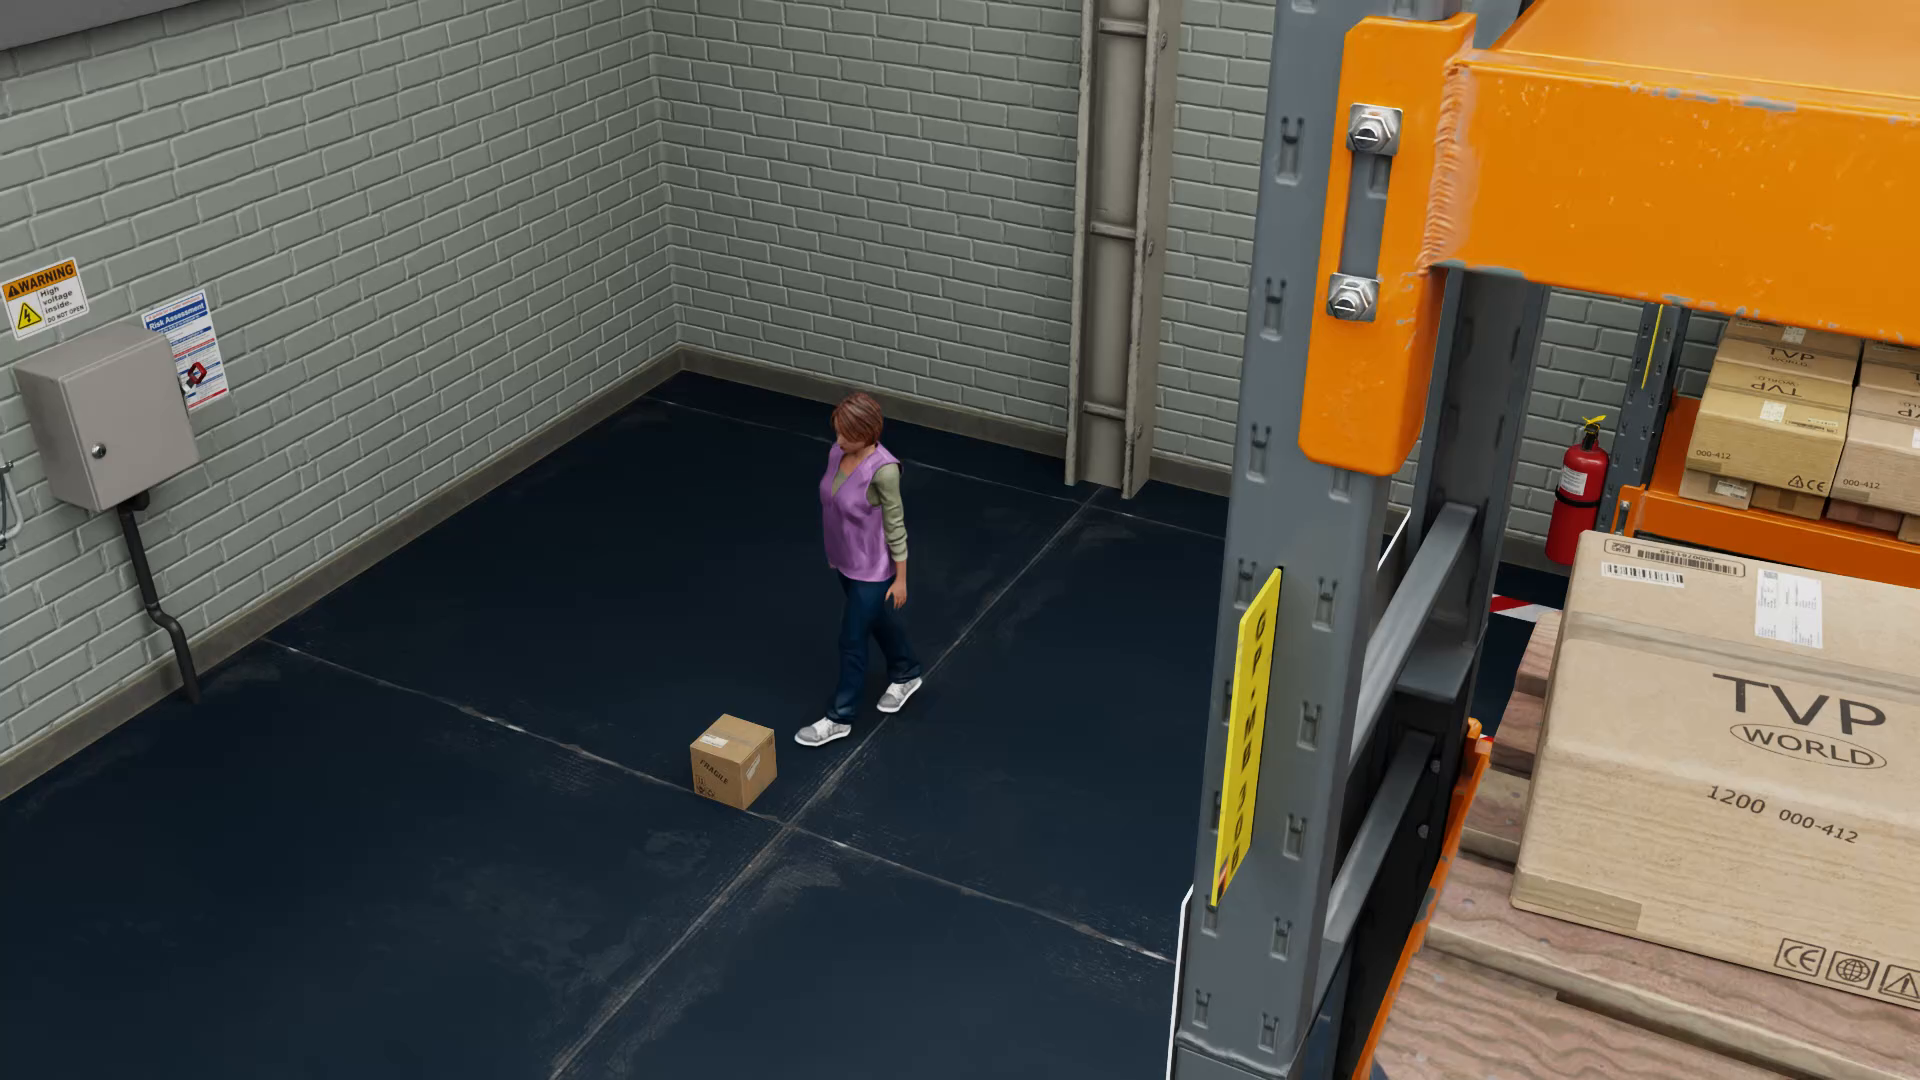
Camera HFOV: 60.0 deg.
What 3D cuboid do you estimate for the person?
[{"bbox_3d":[-0.425,0.118,6.933,0.694,1.585,0.428,-20,36,-30],"label":"person"}]
